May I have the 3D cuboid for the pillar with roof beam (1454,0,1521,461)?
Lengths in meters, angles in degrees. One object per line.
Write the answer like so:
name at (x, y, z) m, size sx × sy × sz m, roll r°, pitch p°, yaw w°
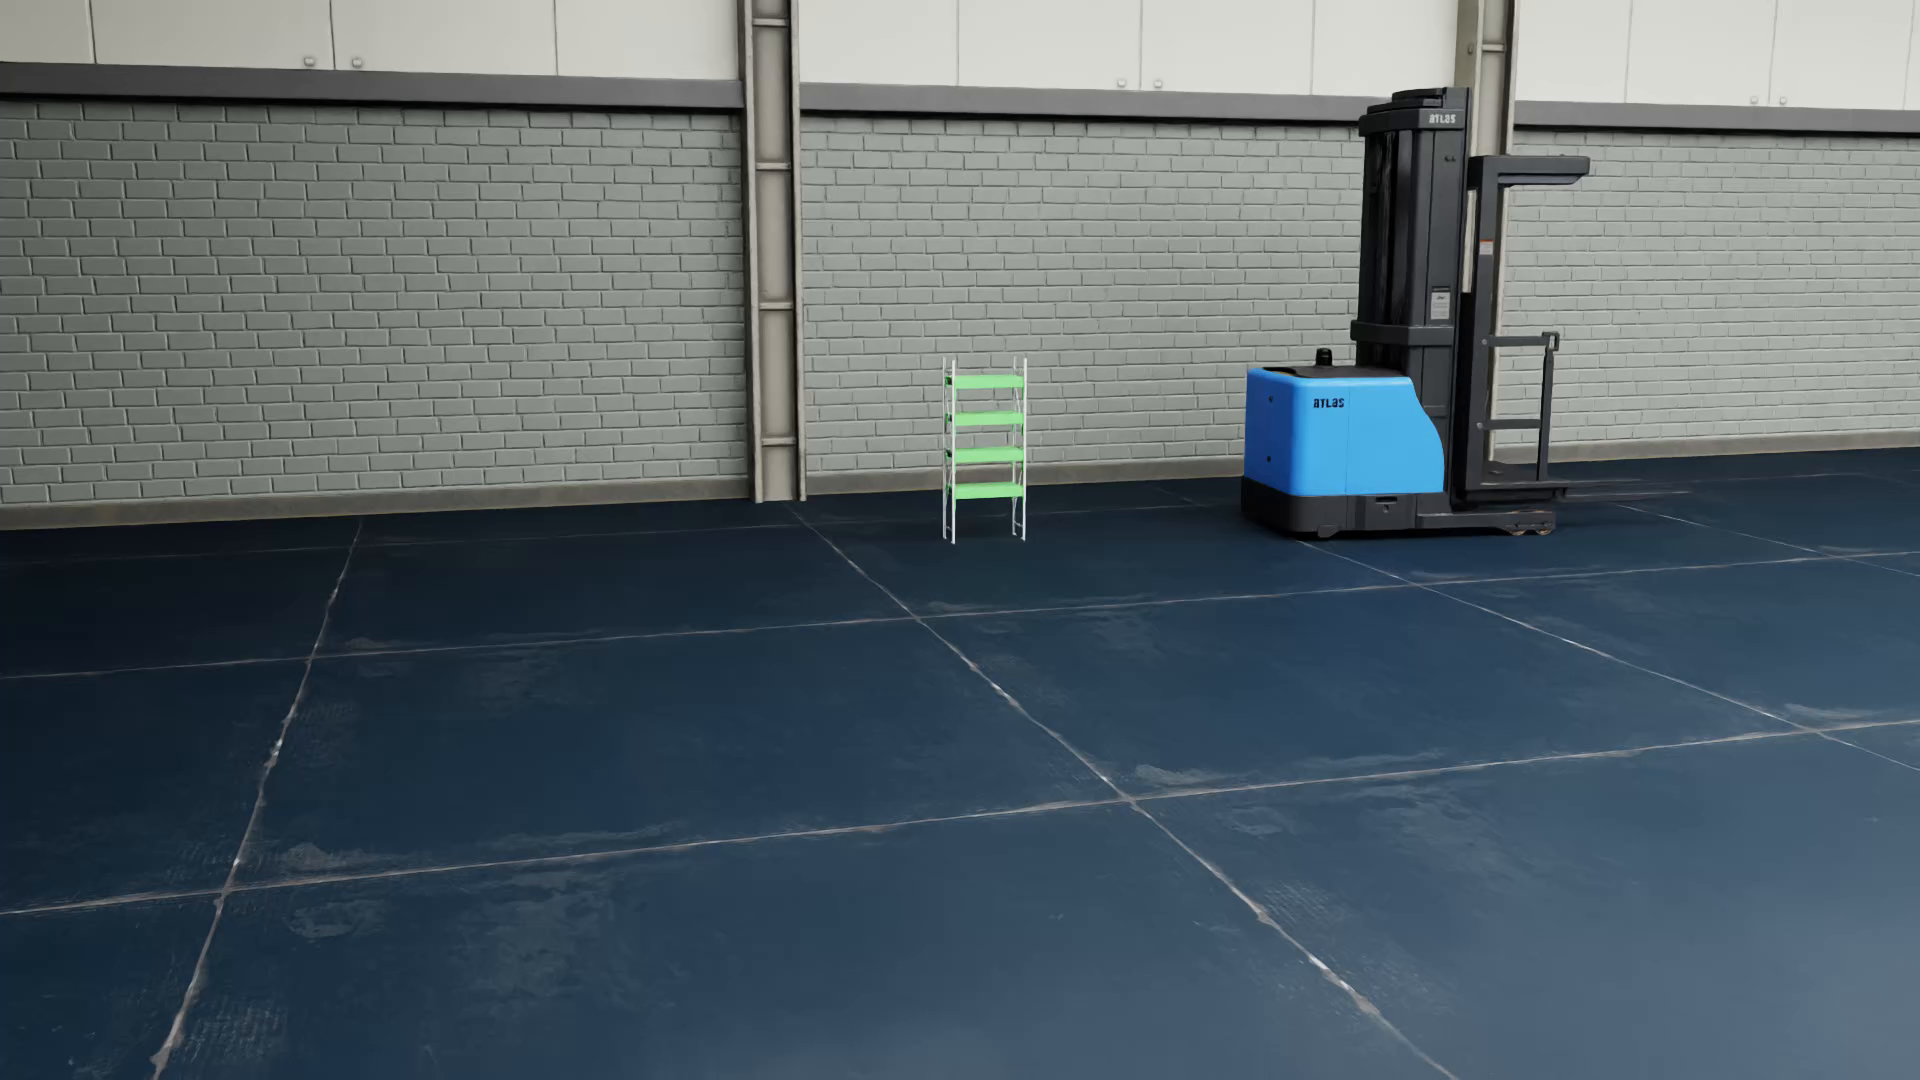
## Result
pillar with roof beam at (5.565, -4.295, 9.524) m, size 0.400 × 9.000 × 9.100 m, roll -3°, pitch 11°, yaw -16°

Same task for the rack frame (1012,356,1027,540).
rack frame at (0.393, -0.611, 11.050) m, size 0.015 × 1.200 × 0.240 m, roll -3°, pitch 11°, yaw -16°

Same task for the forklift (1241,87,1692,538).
forklift at (3.568, -1.563, 11.441) m, size 3.031 × 2.935 × 1.130 m, roll -2°, pitch 11°, yaw -10°

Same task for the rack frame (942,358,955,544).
rack frame at (-0.075, -0.586, 10.916) m, size 0.015 × 1.200 × 0.240 m, roll -3°, pitch 11°, yaw -16°

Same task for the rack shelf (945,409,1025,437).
rack shelf at (0.159, -0.772, 10.951) m, size 0.480 × 0.148 × 0.258 m, roll -3°, pitch 11°, yaw -16°

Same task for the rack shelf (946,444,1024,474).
rack shelf at (0.159, -0.536, 10.995) m, size 0.480 × 0.148 × 0.258 m, roll -3°, pitch 11°, yaw -16°

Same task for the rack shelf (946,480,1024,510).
rack shelf at (0.159, -0.300, 11.038) m, size 0.480 × 0.148 × 0.258 m, roll -3°, pitch 11°, yaw -16°

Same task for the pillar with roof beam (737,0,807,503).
pillar with roof beam at (-0.196, -3.992, 7.875) m, size 0.400 × 9.000 × 9.100 m, roll -3°, pitch 11°, yaw -16°

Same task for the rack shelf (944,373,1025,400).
rack shelf at (0.159, -1.008, 10.908) m, size 0.480 × 0.148 × 0.258 m, roll -3°, pitch 11°, yaw -16°

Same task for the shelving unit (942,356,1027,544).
shelving unit at (0.159, -0.598, 10.983) m, size 0.503 × 1.200 × 0.258 m, roll -3°, pitch 11°, yaw -16°
